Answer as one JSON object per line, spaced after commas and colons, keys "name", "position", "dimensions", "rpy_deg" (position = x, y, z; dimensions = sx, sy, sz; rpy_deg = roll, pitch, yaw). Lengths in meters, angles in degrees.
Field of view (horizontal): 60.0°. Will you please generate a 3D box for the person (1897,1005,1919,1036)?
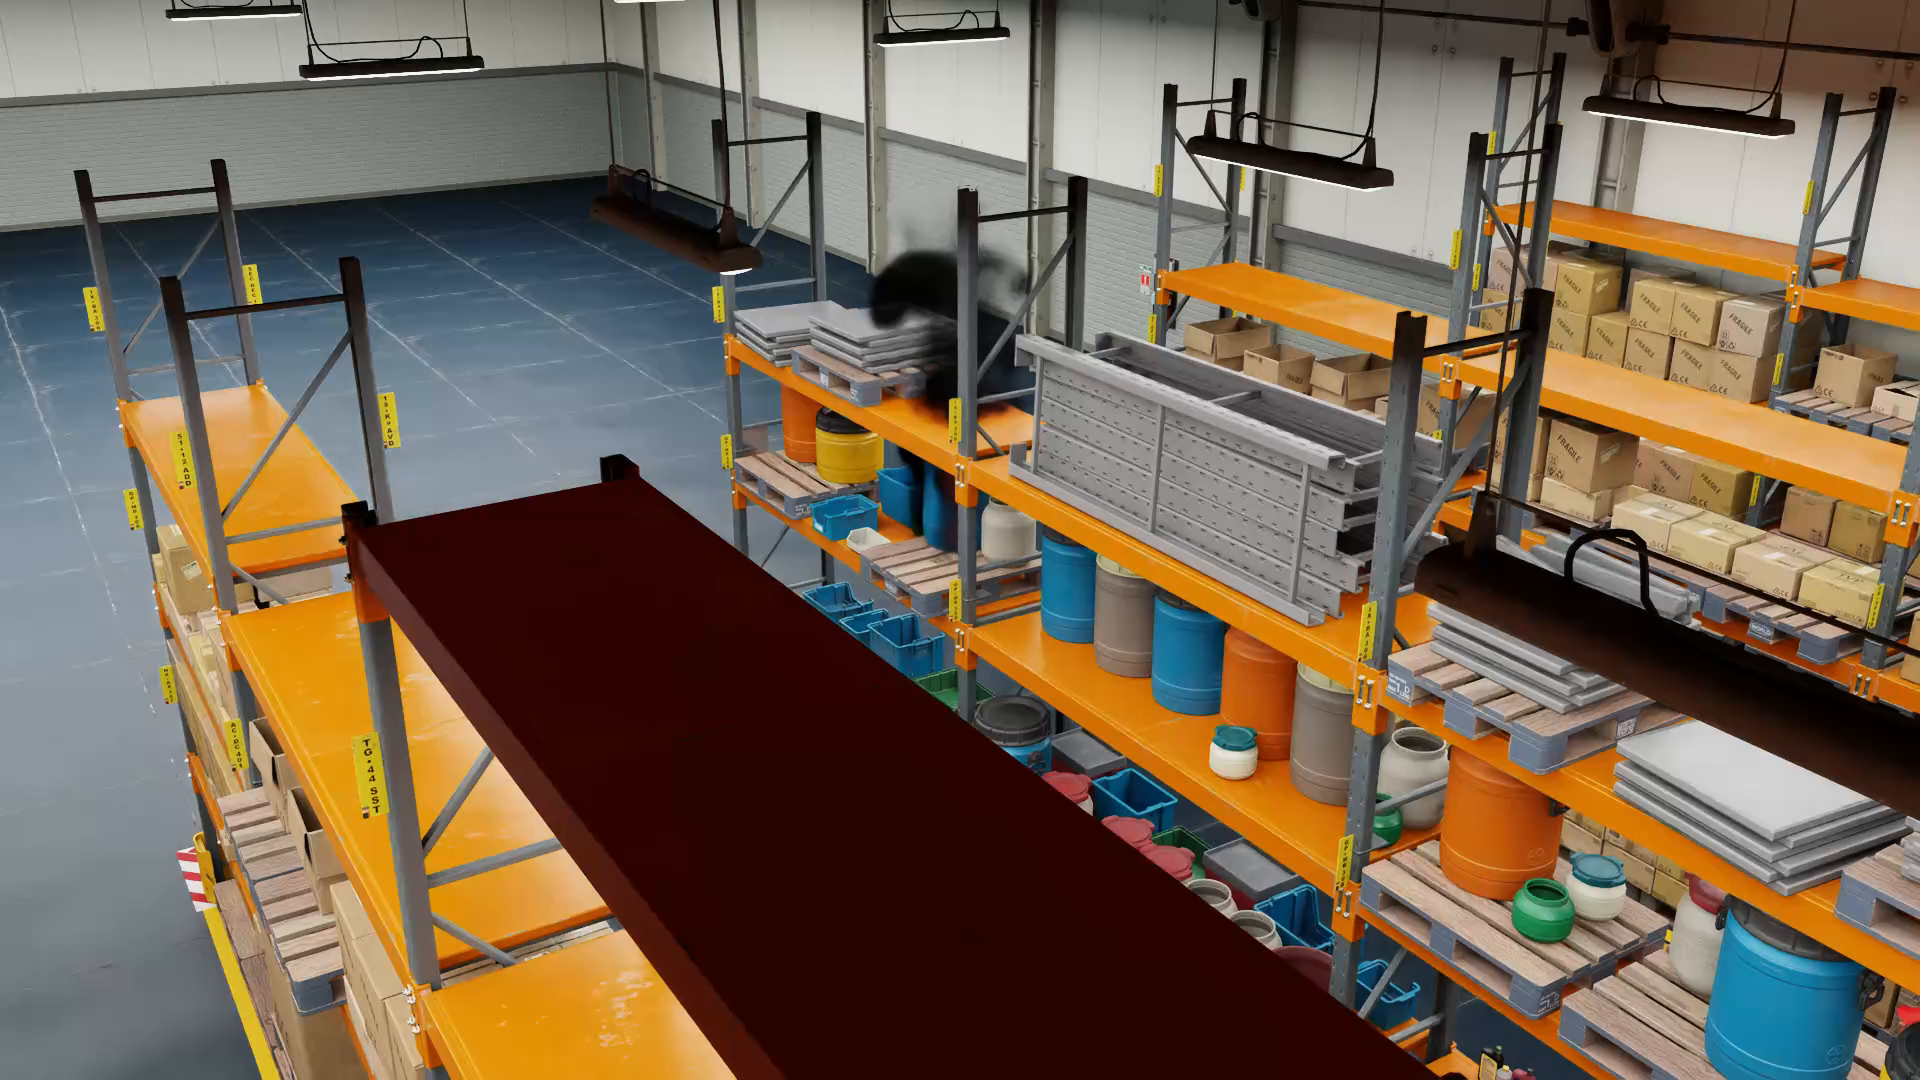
{"name": "person", "position": [5.642, 3.590, 10.016], "dimensions": [0.642, 1.833, 0.866], "rpy_deg": [-17, 27, -36]}
